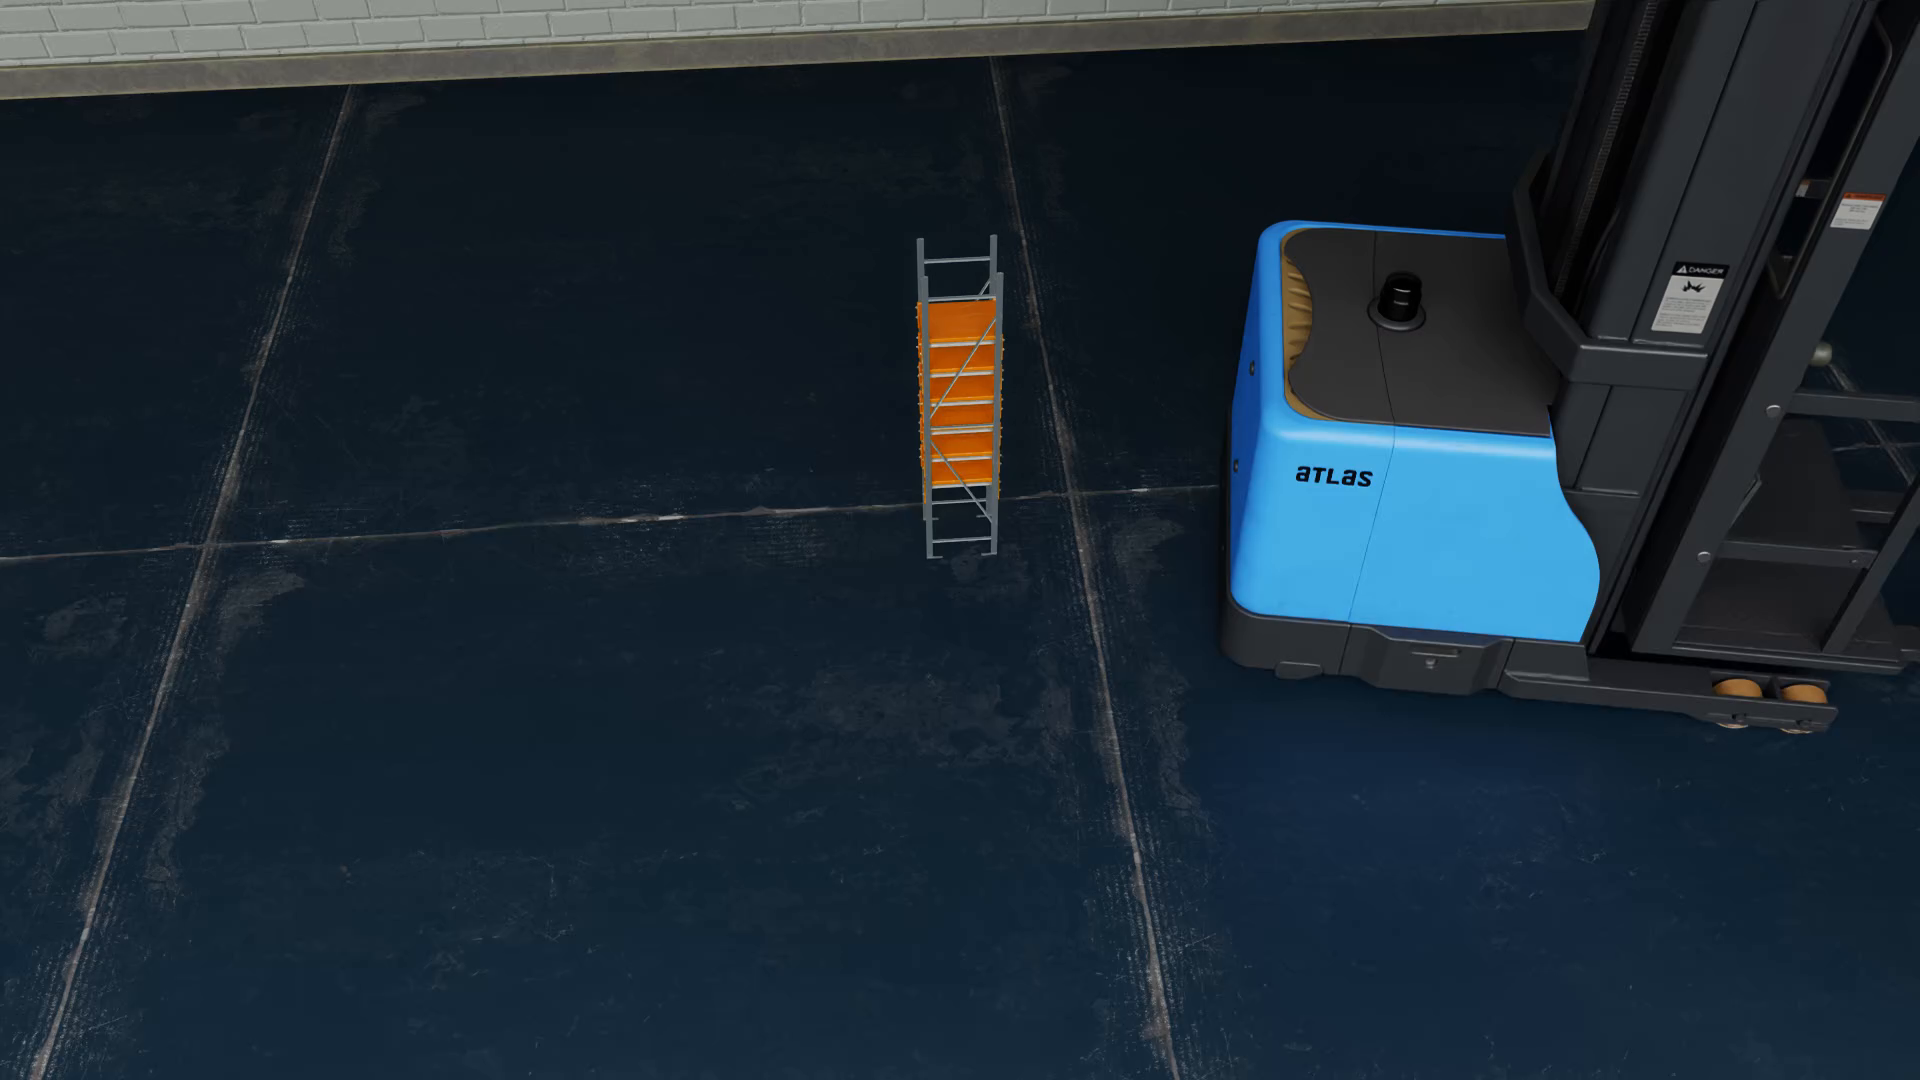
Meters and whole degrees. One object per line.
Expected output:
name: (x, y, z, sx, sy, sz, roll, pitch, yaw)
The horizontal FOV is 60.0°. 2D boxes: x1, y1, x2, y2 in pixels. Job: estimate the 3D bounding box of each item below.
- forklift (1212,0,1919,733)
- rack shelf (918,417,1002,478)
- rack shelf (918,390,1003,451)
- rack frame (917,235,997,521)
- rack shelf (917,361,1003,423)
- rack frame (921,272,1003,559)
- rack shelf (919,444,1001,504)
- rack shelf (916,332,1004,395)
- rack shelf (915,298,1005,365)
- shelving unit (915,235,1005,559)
forklift: (2.366, -0.816, 4.504, 3.031, 2.935, 1.130, 5, 47, 5)
rack shelf: (-0.001, -0.310, 5.444, 0.258, 0.103, 0.180, -3, 47, -3)
rack shelf: (-0.001, -0.392, 5.357, 0.258, 0.103, 0.180, -3, 47, -3)
rack frame: (-0.009, -0.489, 5.387, 0.240, 1.200, 0.006, -3, 47, -3)
rack shelf: (-0.001, -0.475, 5.269, 0.258, 0.103, 0.180, -3, 47, -3)
rack frame: (0.006, -0.357, 5.262, 0.240, 1.200, 0.006, -3, 47, -3)
rack shelf: (-0.001, -0.227, 5.531, 0.258, 0.103, 0.180, -3, 47, -3)
rack shelf: (-0.001, -0.558, 5.182, 0.258, 0.103, 0.180, -3, 47, -3)
rack shelf: (-0.001, -0.640, 5.095, 0.258, 0.103, 0.180, -3, 47, -3)
shelving unit: (-0.001, -0.423, 5.324, 0.258, 1.200, 0.189, -3, 47, -3)
